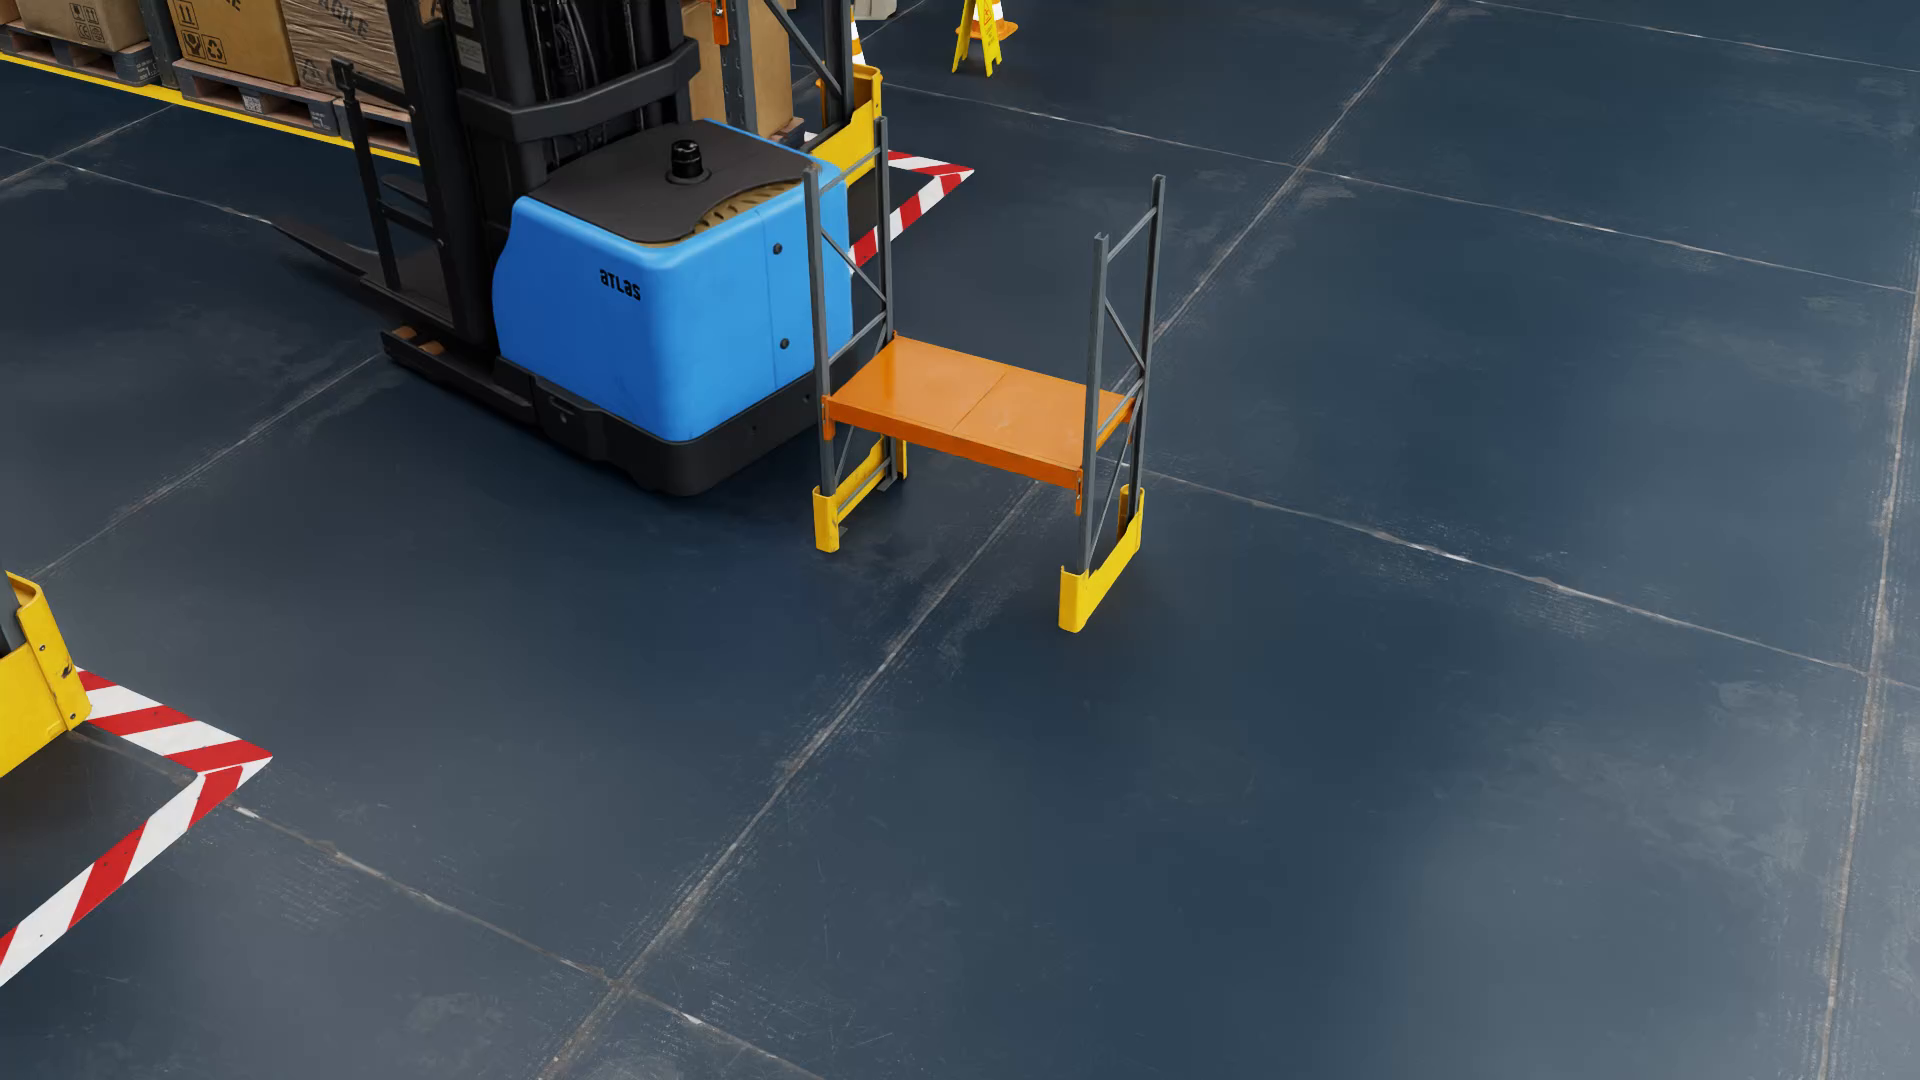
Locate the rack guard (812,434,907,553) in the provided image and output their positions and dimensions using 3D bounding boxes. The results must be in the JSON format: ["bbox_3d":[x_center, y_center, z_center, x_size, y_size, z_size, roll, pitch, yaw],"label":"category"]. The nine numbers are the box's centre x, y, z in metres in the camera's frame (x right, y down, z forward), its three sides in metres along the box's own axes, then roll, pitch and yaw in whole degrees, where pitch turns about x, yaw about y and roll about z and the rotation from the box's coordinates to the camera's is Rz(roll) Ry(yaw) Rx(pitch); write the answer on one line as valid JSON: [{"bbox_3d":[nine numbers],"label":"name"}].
[{"bbox_3d":[-0.375,-0.217,6.329,0.087,0.250,0.587,17,41,21],"label":"rack guard"}]

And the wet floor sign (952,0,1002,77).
[{"bbox_3d":[0.102,-3.103,9.805,0.232,0.644,0.267,11,38,14],"label":"wet floor sign"}]

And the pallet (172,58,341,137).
[{"bbox_3d":[-3.747,-2.734,9.677,1.213,0.211,1.003,17,41,21],"label":"pallet"}]

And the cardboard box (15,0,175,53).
[{"bbox_3d":[-4.979,-3.494,9.885,0.750,0.750,1.050,17,40,21],"label":"cardboard box"}]

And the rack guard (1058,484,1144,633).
[{"bbox_3d":[0.510,0.060,5.964,0.087,0.250,0.587,17,41,21],"label":"rack guard"}]

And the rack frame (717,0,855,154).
[{"bbox_3d":[-0.834,-2.986,7.703,0.127,3.000,1.000,17,41,21],"label":"rack frame"}]

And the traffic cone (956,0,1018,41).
[{"bbox_3d":[0.169,-3.398,10.344,0.334,0.463,0.336,17,41,21],"label":"traffic cone"}]

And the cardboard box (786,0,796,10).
[{"bbox_3d":[-1.372,-3.807,10.849,0.637,0.503,0.797,-8,38,-10],"label":"cardboard box"}]

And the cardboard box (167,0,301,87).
[{"bbox_3d":[-3.860,-3.207,9.404,0.875,0.875,0.875,18,41,22],"label":"cardboard box"}]

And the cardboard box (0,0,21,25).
[{"bbox_3d":[-5.834,-3.764,10.241,0.750,0.750,1.050,17,41,21],"label":"cardboard box"}]

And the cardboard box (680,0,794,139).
[{"bbox_3d":[-1.467,-2.460,8.420,0.875,0.875,0.875,18,41,22],"label":"cardboard box"}]

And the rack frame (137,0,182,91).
[{"bbox_3d":[-4.386,-4.098,9.168,0.127,3.000,1.000,17,41,21],"label":"rack frame"}]

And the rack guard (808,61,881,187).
[{"bbox_3d":[-0.813,-1.984,8.450,0.348,0.500,1.175,17,41,21],"label":"rack guard"}]

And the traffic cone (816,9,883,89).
[{"bbox_3d":[-0.653,-2.886,9.669,0.334,0.463,0.336,17,41,21],"label":"traffic cone"}]

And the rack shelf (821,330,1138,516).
[{"bbox_3d":[0.076,-0.430,5.874,1.000,0.185,0.538,17,41,21],"label":"rack shelf"}]

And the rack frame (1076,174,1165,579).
[{"bbox_3d":[0.527,-0.432,5.579,0.032,1.500,0.500,17,41,21],"label":"rack frame"}]

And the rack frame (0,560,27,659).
[{"bbox_3d":[-3.205,-0.351,4.232,0.127,3.000,1.000,17,41,21],"label":"rack frame"}]

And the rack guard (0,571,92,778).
[{"bbox_3d":[-3.273,0.623,5.015,0.348,0.500,1.175,17,41,21],"label":"rack guard"}]

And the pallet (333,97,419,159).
[{"bbox_3d":[-2.660,-2.396,9.231,1.213,0.211,1.003,17,41,21],"label":"pallet"}]

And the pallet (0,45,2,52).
[{"bbox_3d":[-6.194,-3.500,10.687,1.213,0.211,1.003,17,41,21],"label":"pallet"}]

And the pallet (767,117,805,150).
[{"bbox_3d":[-1.580,-2.056,8.784,1.213,0.211,1.003,17,41,21],"label":"pallet"}]

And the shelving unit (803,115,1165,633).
[{"bbox_3d":[0.068,-0.576,5.769,1.083,1.500,0.587,17,41,21],"label":"shelving unit"}]

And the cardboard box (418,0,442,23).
[{"bbox_3d":[-2.249,-2.704,8.741,0.875,0.875,0.875,17,40,21],"label":"cardboard box"}]

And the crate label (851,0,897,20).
[{"bbox_3d":[-0.558,-3.453,10.686,0.298,0.136,0.250,-2,37,-2],"label":"crate label"}]

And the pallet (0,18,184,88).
[{"bbox_3d":[-5.106,-3.162,10.241,1.213,0.211,1.003,17,41,21],"label":"pallet"}]

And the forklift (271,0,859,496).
[{"bbox_3d":[-1.881,-2.076,6.561,3.031,2.935,1.130,26,44,30],"label":"forklift"}]

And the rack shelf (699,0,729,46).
[{"bbox_3d":[-2.610,-3.256,8.653,4.000,0.370,1.077,17,41,21],"label":"rack shelf"}]

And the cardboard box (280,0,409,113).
[{"bbox_3d":[-3.058,-2.958,9.076,0.875,0.875,0.875,18,41,22],"label":"cardboard box"}]

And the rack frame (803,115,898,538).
[{"bbox_3d":[-0.376,-0.715,5.952,0.032,1.500,0.500,17,41,21],"label":"rack frame"}]
